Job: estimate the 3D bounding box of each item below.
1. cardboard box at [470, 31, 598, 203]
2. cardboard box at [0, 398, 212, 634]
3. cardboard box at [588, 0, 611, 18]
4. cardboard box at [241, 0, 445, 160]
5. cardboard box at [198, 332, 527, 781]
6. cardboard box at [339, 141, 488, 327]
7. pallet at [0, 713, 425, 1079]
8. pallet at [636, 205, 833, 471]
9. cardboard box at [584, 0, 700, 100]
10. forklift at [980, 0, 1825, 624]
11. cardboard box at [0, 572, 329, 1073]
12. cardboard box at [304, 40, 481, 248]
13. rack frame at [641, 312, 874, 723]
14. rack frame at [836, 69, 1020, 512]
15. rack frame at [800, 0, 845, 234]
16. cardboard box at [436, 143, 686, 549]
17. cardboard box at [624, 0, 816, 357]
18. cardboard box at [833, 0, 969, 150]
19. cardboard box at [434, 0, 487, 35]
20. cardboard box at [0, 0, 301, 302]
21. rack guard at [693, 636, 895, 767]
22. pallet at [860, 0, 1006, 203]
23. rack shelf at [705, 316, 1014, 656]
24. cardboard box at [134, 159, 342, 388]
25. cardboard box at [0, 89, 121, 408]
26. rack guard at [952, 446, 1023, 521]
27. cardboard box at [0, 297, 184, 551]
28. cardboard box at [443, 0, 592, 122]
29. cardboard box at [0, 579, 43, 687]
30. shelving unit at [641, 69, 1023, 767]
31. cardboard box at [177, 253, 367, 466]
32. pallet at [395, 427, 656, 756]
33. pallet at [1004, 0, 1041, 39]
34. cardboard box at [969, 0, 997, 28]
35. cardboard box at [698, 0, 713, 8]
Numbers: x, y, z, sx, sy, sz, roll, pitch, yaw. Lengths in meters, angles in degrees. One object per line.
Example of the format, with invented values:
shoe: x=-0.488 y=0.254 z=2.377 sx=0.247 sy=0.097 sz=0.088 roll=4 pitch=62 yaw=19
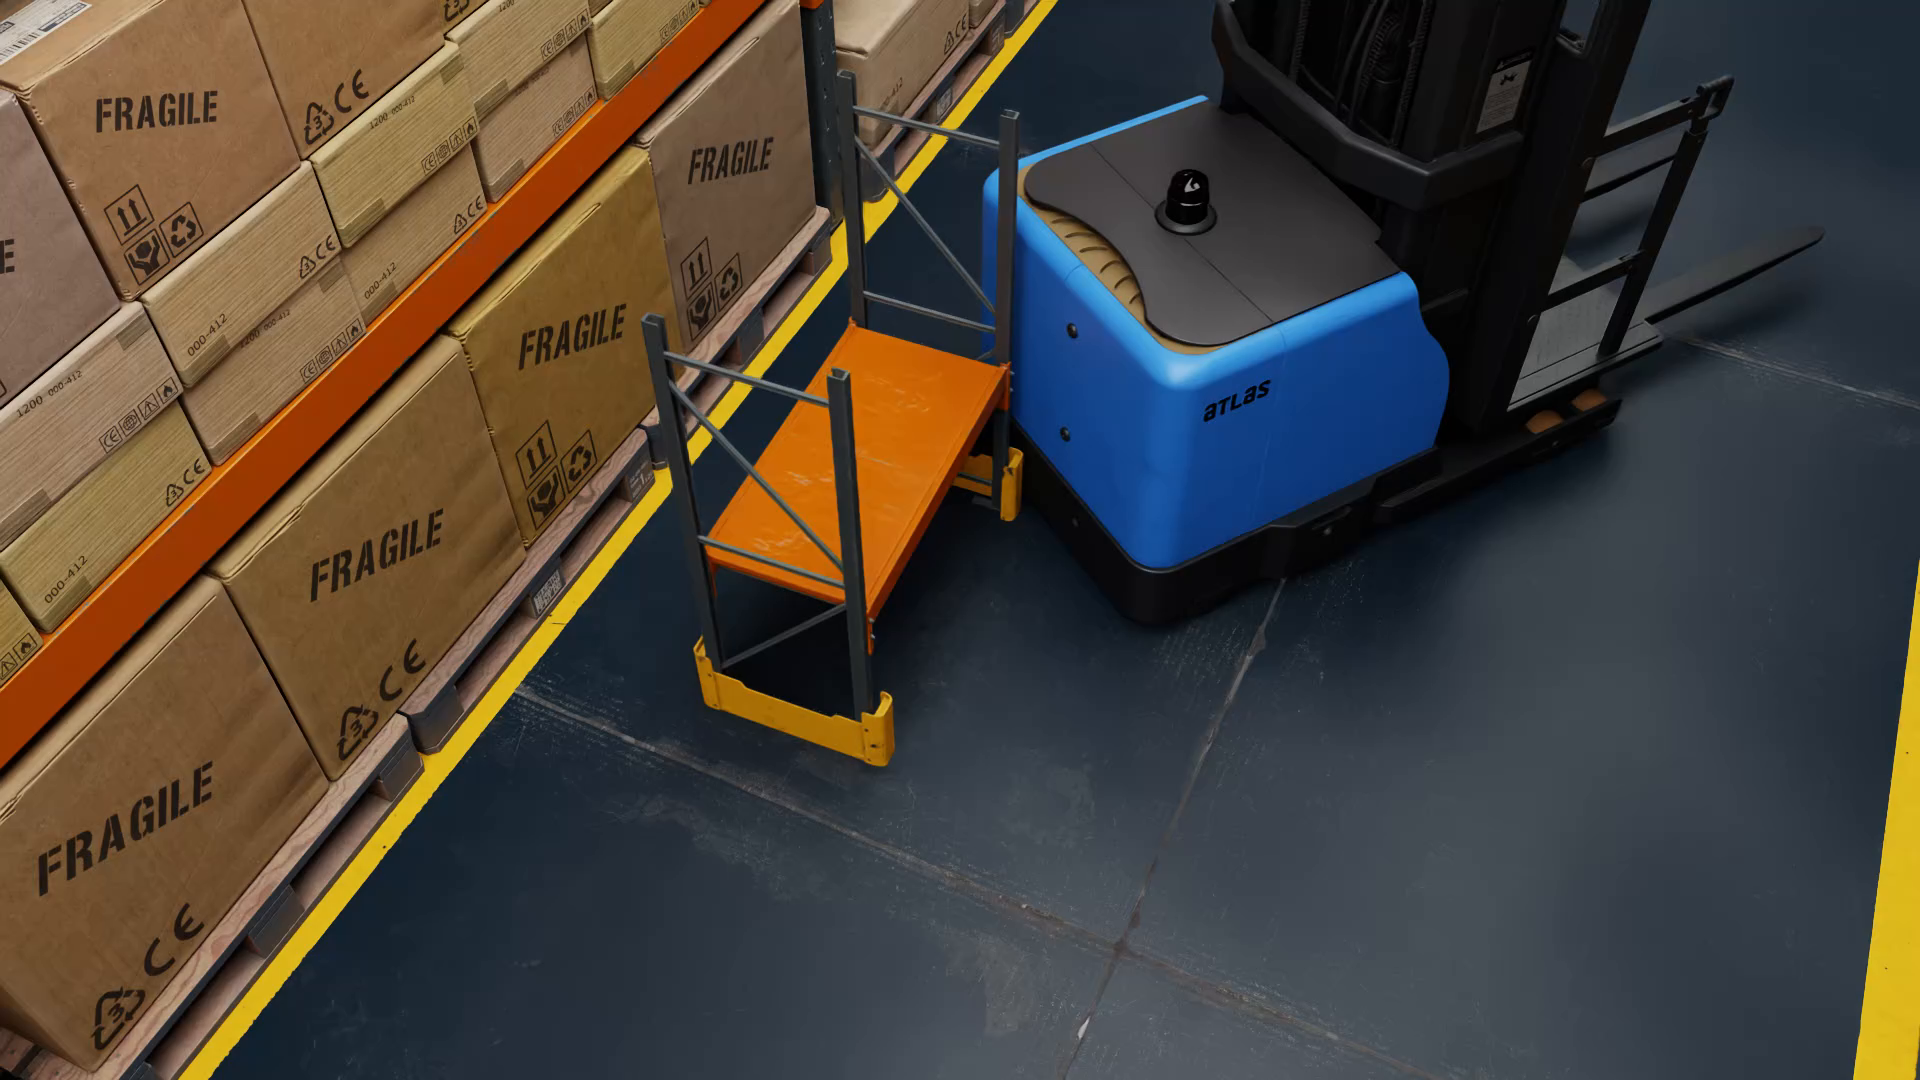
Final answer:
cardboard box: x=-1.320 y=-1.193 z=4.394 sx=0.500 sy=0.250 sz=0.500 roll=19 pitch=52 yaw=15
cardboard box: x=-1.974 y=-0.135 z=3.494 sx=0.500 sy=0.250 sz=0.500 roll=18 pitch=52 yaw=15
cardboard box: x=-1.081 y=-1.708 z=4.504 sx=0.500 sy=0.250 sz=0.500 roll=21 pitch=53 yaw=17
cardboard box: x=-1.525 y=-1.228 z=3.603 sx=0.500 sy=0.500 sz=0.500 roll=21 pitch=53 yaw=17
cardboard box: x=-1.859 y=-0.078 z=4.467 sx=0.875 sy=0.875 sz=0.875 roll=20 pitch=53 yaw=17
cardboard box: x=-1.537 y=-0.836 z=4.090 sx=0.500 sy=0.250 sz=0.500 roll=20 pitch=52 yaw=16
pallet: x=-2.209 y=0.816 z=4.417 sx=1.003 sy=0.211 sz=1.213 roll=20 pitch=52 yaw=16
pallet: x=-1.167 y=-0.864 z=5.847 sx=1.003 sy=0.211 sz=1.213 roll=20 pitch=52 yaw=16
cardboard box: x=-1.088 y=-1.534 z=4.684 sx=0.500 sy=0.250 sz=0.500 roll=19 pitch=52 yaw=16
forklift: x=1.586 y=-1.543 z=4.639 sx=3.031 sy=2.935 sz=1.130 roll=-24 pitch=54 yaw=-19
cardboard box: x=-2.244 y=0.534 z=3.945 sx=0.875 sy=0.875 sz=0.875 roll=19 pitch=52 yaw=16
cardboard box: x=-1.500 y=-0.991 z=3.894 sx=0.500 sy=0.250 sz=0.500 roll=21 pitch=53 yaw=17
rack frame: x=-0.474 y=0.060 z=4.214 sx=0.500 sy=1.500 sz=0.032 roll=17 pitch=52 yaw=14
rack frame: x=-0.085 y=-0.655 z=4.823 sx=0.500 sy=1.500 sz=0.032 roll=17 pitch=52 yaw=14
rack frame: x=-0.905 y=-2.324 z=5.258 sx=1.000 sy=3.000 sz=0.127 roll=20 pitch=52 yaw=16
cardboard box: x=-1.477 y=-0.694 z=4.990 sx=0.875 sy=0.875 sz=0.875 roll=21 pitch=53 yaw=17
cardboard box: x=-1.098 y=-1.318 z=5.522 sx=0.875 sy=0.875 sz=0.875 roll=21 pitch=53 yaw=17
cardboard box: x=-0.540 y=-2.027 z=6.412 sx=0.875 sy=0.438 sz=0.875 roll=19 pitch=52 yaw=16
cardboard box: x=-1.318 y=-1.590 z=3.911 sx=0.500 sy=0.500 sz=0.500 roll=21 pitch=53 yaw=17
cardboard box: x=-1.744 y=-0.882 z=3.309 sx=0.500 sy=0.500 sz=0.500 roll=21 pitch=53 yaw=17
rack guard: x=-0.466 y=0.452 z=4.702 sx=0.587 sy=0.250 sz=0.087 roll=17 pitch=52 yaw=14
pallet: x=-0.510 y=-1.918 z=6.744 sx=1.003 sy=0.211 sz=1.213 roll=20 pitch=52 yaw=16
rack shelf: x=-0.279 y=-0.181 z=4.655 sx=0.538 sy=0.185 sz=1.000 roll=17 pitch=52 yaw=14
cardboard box: x=-1.728 y=-0.646 z=3.600 sx=0.500 sy=0.250 sz=0.500 roll=20 pitch=52 yaw=16
cardboard box: x=-1.979 y=-0.531 z=3.010 sx=0.500 sy=0.500 sz=0.500 roll=20 pitch=52 yaw=16
rack guard: x=-0.085 y=-0.249 z=5.298 sx=0.587 sy=0.250 sz=0.087 roll=17 pitch=52 yaw=14
cardboard box: x=-1.953 y=-0.307 z=3.312 sx=0.500 sy=0.250 sz=0.500 roll=21 pitch=53 yaw=17
cardboard box: x=-1.296 y=-1.349 z=4.199 sx=0.500 sy=0.250 sz=0.500 roll=21 pitch=53 yaw=17
cardboard box: x=-2.178 y=0.224 z=3.188 sx=0.500 sy=0.250 sz=0.500 roll=19 pitch=52 yaw=15
shelving unit: x=-0.276 y=-0.304 z=4.524 sx=0.587 sy=1.500 sz=1.083 roll=17 pitch=52 yaw=14
cardboard box: x=-1.745 y=-0.495 z=3.800 sx=0.500 sy=0.250 sz=0.500 roll=21 pitch=53 yaw=17
pallet: x=-1.687 y=-0.021 z=5.129 sx=1.003 sy=0.211 sz=1.213 roll=20 pitch=52 yaw=16
pallet: x=0.010 y=-2.761 z=7.461 sx=1.003 sy=0.211 sz=1.213 roll=20 pitch=52 yaw=16
cardboard box: x=-0.158 y=-2.644 z=6.937 sx=0.875 sy=0.438 sz=0.875 roll=18 pitch=52 yaw=15
cardboard box: x=-0.869 y=-1.884 z=4.982 sx=0.500 sy=0.250 sz=0.500 roll=19 pitch=52 yaw=15
